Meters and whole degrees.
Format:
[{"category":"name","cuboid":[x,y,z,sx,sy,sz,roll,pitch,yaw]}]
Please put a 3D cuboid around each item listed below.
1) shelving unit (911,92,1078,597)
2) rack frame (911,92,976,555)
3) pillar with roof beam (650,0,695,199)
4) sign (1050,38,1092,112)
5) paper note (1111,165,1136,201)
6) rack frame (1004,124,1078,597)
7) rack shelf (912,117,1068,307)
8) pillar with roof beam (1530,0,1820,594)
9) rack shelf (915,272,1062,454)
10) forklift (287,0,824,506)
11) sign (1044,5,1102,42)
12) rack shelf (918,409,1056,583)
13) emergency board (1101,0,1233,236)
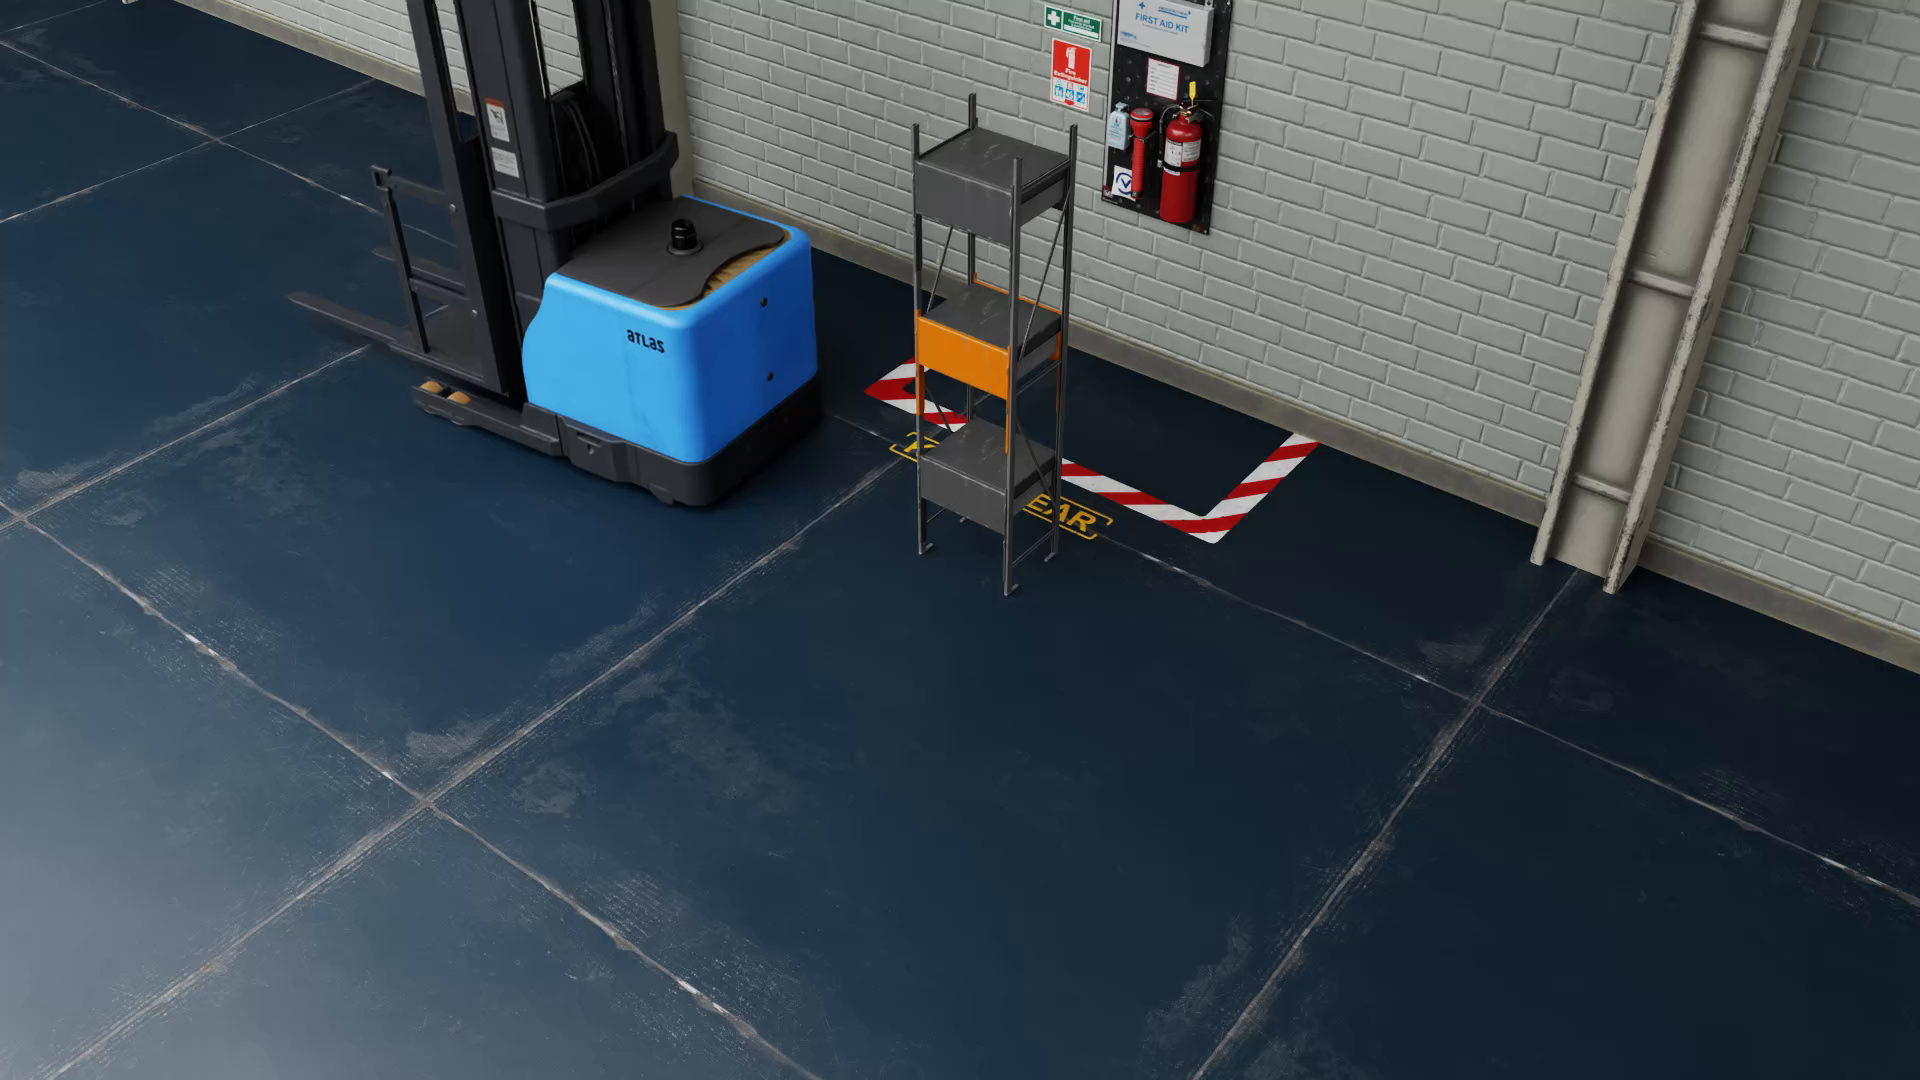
[{"category":"shelving unit","cuboid":[0.132,-0.765,7.024,0.503,2.100,0.431,25,45,29]},{"category":"rack frame","cuboid":[-0.062,-0.856,7.140,0.015,2.100,0.400,25,45,29]},{"category":"pillar with roof beam","cuboid":[-4.518,-3.586,5.031,0.400,9.000,9.100,25,45,29]},{"category":"sign","cuboid":[0.547,-2.301,8.226,0.234,0.329,0.001,25,45,29]},{"category":"paper note","cuboid":[0.825,-1.782,8.308,0.142,0.148,0.016,25,45,29]},{"category":"rack frame","cuboid":[0.325,-0.673,6.907,0.015,2.100,0.400,25,45,29]},{"category":"rack shelf","cuboid":[0.132,-1.305,6.600,0.480,0.518,0.431,25,45,29]},{"category":"pillar with roof beam","cuboid":[0.248,-1.339,2.160,0.400,9.000,9.100,25,45,29]},{"category":"rack shelf","cuboid":[0.132,-0.754,7.032,0.480,0.518,0.431,25,45,29]},{"category":"forklift","cuboid":[-2.220,-1.997,7.923,3.031,2.935,1.130,21,43,24]},{"category":"sign","cuboid":[0.545,-2.503,8.055,0.331,0.109,0.001,25,45,29]},{"category":"rack shelf","cuboid":[0.132,-0.203,7.463,0.480,0.518,0.431,25,45,29]},{"category":"emergency board","cuboid":[0.923,-2.029,7.908,0.643,1.169,0.194,25,45,29]}]
